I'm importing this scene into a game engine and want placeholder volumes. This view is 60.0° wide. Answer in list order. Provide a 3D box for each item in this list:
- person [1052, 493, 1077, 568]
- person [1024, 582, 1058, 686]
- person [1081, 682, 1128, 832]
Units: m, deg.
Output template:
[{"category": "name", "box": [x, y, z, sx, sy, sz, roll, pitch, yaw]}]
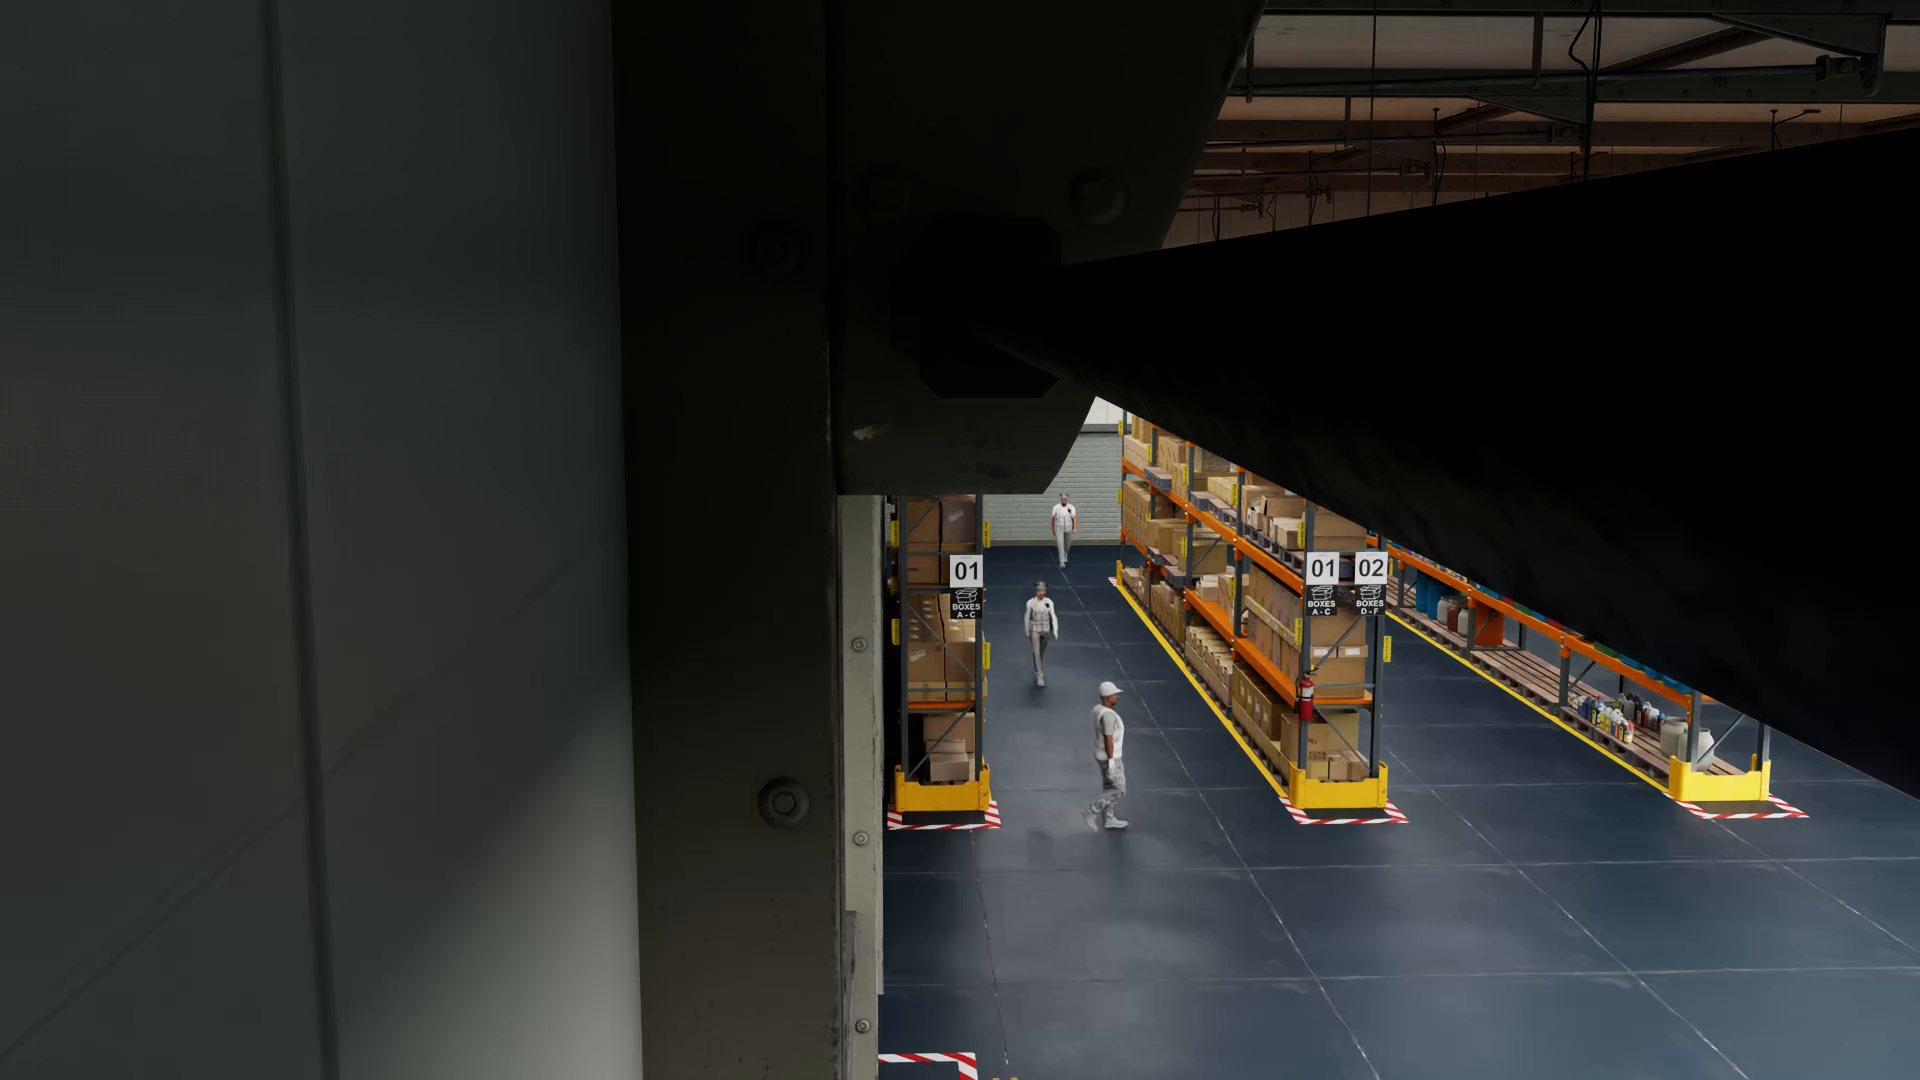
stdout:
[{"category": "person", "box": [2.440, -0.258, 38.832, 0.566, 1.706, 1.078, -1, 8, -5]}, {"category": "person", "box": [1.345, 1.489, 27.231, 0.494, 1.620, 0.998, -2, 9, -15]}, {"category": "person", "box": [1.712, 2.554, 19.645, 0.599, 1.779, 0.572, -1, 8, -7]}]
